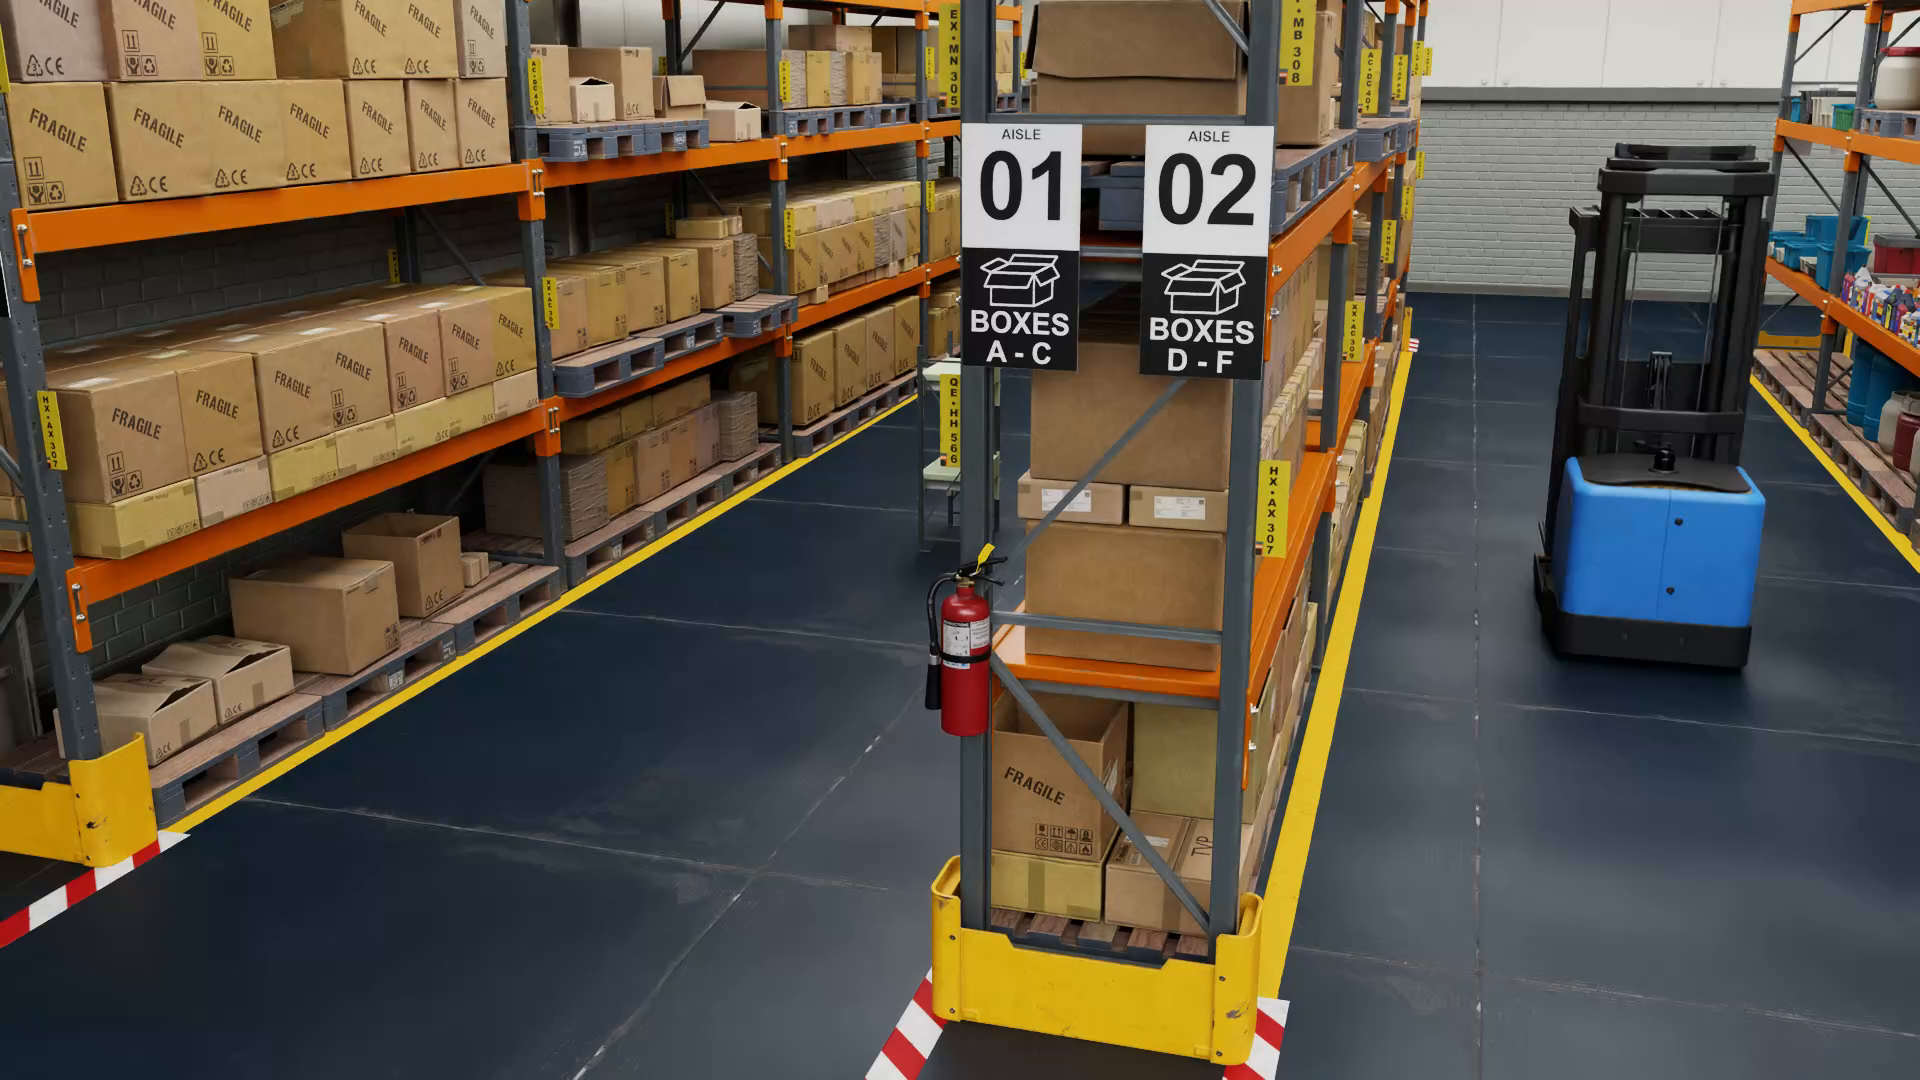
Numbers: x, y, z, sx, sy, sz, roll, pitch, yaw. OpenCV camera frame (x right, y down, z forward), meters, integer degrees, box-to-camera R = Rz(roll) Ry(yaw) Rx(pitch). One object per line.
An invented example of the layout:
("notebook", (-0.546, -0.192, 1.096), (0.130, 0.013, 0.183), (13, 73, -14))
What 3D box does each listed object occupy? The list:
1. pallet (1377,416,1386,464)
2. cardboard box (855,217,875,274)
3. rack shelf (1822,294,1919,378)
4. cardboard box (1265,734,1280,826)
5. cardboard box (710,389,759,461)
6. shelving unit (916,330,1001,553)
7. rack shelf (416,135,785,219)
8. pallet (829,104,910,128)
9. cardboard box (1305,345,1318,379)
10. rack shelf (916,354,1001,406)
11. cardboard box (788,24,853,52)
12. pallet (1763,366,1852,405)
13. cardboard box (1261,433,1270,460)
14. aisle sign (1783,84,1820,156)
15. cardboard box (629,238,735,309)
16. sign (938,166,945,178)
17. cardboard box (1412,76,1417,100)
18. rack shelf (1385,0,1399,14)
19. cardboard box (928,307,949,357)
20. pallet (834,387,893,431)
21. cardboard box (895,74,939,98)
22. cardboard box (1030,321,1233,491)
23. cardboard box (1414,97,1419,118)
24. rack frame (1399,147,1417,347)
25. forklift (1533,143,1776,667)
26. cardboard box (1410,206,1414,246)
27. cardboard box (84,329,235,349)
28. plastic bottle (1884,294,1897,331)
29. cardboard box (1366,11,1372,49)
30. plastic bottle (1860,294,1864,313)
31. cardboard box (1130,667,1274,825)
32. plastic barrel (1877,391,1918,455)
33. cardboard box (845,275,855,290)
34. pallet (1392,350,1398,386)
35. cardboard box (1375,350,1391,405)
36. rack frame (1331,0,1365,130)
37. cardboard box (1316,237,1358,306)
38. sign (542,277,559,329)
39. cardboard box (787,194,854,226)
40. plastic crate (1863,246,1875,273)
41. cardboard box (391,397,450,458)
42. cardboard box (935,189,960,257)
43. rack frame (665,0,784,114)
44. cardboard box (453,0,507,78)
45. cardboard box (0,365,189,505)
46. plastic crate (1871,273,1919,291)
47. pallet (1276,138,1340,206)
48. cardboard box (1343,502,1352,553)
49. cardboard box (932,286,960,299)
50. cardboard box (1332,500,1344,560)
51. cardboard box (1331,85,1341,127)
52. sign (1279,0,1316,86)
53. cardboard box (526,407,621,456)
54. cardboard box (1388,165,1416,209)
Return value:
("pallet", (3.367, -0.954, 15.307), (1.003, 0.211, 1.213), (5, 16, 16))
("cardboard box", (-1.157, -2.879, 16.219), (0.500, 0.500, 0.500), (5, 17, 17))
("rack shelf", (8.086, -1.577, 13.712), (1.077, 0.370, 4.000), (5, 16, 16))
("cardboard box", (1.143, 1.044, 7.422), (0.500, 0.250, 0.500), (5, 16, 16))
("cardboard box", (-2.135, -0.985, 14.080), (0.700, 0.500, 0.500), (5, 17, 17))
("shelving unit", (-0.002, -0.720, 12.119), (0.431, 1.500, 0.755), (5, 16, 16))
("rack shelf", (-2.549, -2.742, 12.321), (1.077, 0.370, 4.000), (5, 16, 16))
("pallet", (-1.057, -4.322, 16.925), (0.805, 0.209, 1.217), (4, 16, 14))
("cardboard box", (1.689, -0.947, 8.798), (0.380, 0.149, 0.250), (4, 16, 15))
("rack shelf", (-0.002, -1.095, 12.012), (0.431, 0.370, 0.720), (5, 16, 16))
("cardboard box", (-1.362, -4.913, 16.293), (0.500, 0.250, 0.500), (4, 16, 14))
("pallet", (9.171, -1.621, 17.657), (1.003, 0.211, 1.213), (5, 16, 16))
("cardboard box", (1.033, -0.339, 6.654), (0.380, 0.149, 0.250), (4, 16, 15))
("aisle sign", (9.527, -4.786, 18.941), (0.394, 0.787, 0.004), (5, 16, 16))
("cardboard box", (-2.237, -2.156, 13.445), (0.700, 0.500, 0.500), (3, 16, 11))
("sign", (-0.238, -4.761, 21.885), (0.100, 0.325, 0.005), (5, 16, 16))
("cardboard box", (4.577, -4.812, 17.659), (0.500, 0.250, 0.500), (5, 16, 16))
("rack shelf", (2.202, -3.610, 10.616), (1.077, 0.370, 4.000), (5, 16, 16))
("cardboard box", (-0.533, -2.402, 19.112), (0.700, 0.500, 0.500), (5, 17, 17))
("pallet", (-1.336, -1.345, 16.686), (1.003, 0.211, 1.213), (5, 16, 16))
("cardboard box", (-0.395, -4.996, 18.272), (0.500, 0.250, 0.500), (5, 16, 16))
("cardboard box", (0.656, -0.499, 6.033), (0.700, 0.500, 0.500), (5, 16, 16))
("cardboard box", (4.868, -4.833, 18.648), (0.500, 0.250, 0.500), (5, 16, 16))
("rack frame", (5.043, -3.878, 20.506), (1.000, 3.000, 0.127), (5, 16, 16))
("forklift", (4.403, -1.042, 10.630), (1.130, 2.935, 3.031), (4, 16, 15))
("cardboard box", (5.177, -3.788, 20.004), (0.500, 0.500, 0.500), (5, 17, 18))
("cardboard box", (-4.029, -0.780, 8.446), (0.500, 0.500, 0.500), (4, 16, 14))
("plastic bottle", (7.639, -1.865, 13.622), (0.061, 0.283, 0.133), (5, 16, 16))
("cardboard box", (3.045, -4.005, 13.438), (0.500, 0.500, 0.500), (5, 16, 16))
("plastic bottle", (7.939, -2.085, 14.546), (0.097, 0.201, 0.097), (0, 16, 0))
("cardboard box", (1.002, 0.814, 6.858), (0.500, 0.500, 0.500), (5, 16, 16))
("plastic barrel", (8.036, -0.985, 14.094), (0.421, 0.512, 0.421), (0, 16, 0))
("cardboard box", (-1.240, -2.528, 16.167), (0.380, 0.149, 0.250), (5, 17, 16))
("pallet", (4.448, -1.990, 18.959), (1.003, 0.211, 1.213), (5, 16, 16))
("cardboard box", (3.893, -1.561, 16.110), (0.500, 0.500, 0.500), (5, 16, 16))
("rack frame", (1.633, -3.625, 8.618), (1.000, 3.000, 0.127), (5, 16, 16))
("cardboard box", (2.841, -2.209, 13.667), (0.700, 0.500, 0.500), (-1, 16, -3))
("sign", (-2.595, -1.498, 10.528), (0.100, 0.325, 0.005), (5, 16, 16))
("cardboard box", (-1.314, -3.101, 15.625), (0.500, 0.250, 0.500), (5, 17, 16))
("plastic crate", (9.265, -2.804, 16.824), (0.437, 0.282, 0.530), (5, 16, 16))
("cardboard box", (-3.239, -0.649, 9.360), (0.500, 0.250, 0.500), (5, 16, 16))
("cardboard box", (-0.461, -3.690, 19.294), (0.980, 0.700, 0.700), (4, 16, 14))
("rack frame", (-1.981, -5.055, 13.659), (1.000, 3.000, 0.127), (5, 16, 16))
("cardboard box", (-3.000, -2.952, 9.689), (0.500, 0.500, 0.500), (3, 16, 11))
("cardboard box", (-3.830, -0.475, 7.372), (0.500, 0.500, 0.500), (5, 16, 16))
("plastic crate", (8.924, -2.459, 15.876), (0.396, 0.136, 0.243), (5, 16, 16))
("pallet", (1.067, -1.596, 7.124), (1.003, 0.211, 1.213), (5, 16, 16))
("cardboard box", (2.422, -0.107, 11.478), (0.500, 0.250, 0.500), (5, 17, 17))
("cardboard box", (-0.113, -2.926, 19.771), (0.380, 0.149, 0.250), (4, 16, 14))
("cardboard box", (2.137, -0.107, 10.452), (0.500, 0.311, 0.500), (4, 16, 15))
("cardboard box", (2.235, -2.807, 10.738), (0.500, 0.250, 0.500), (3, 16, 11))
("sign", (1.027, -1.549, 5.051), (0.100, 0.325, 0.005), (5, 16, 16))
("cardboard box", (-2.802, -0.801, 12.057), (0.500, 0.250, 0.500), (4, 16, 15))
("cardboard box", (4.895, -4.001, 18.924), (0.500, 0.500, 0.500), (5, 17, 17))
